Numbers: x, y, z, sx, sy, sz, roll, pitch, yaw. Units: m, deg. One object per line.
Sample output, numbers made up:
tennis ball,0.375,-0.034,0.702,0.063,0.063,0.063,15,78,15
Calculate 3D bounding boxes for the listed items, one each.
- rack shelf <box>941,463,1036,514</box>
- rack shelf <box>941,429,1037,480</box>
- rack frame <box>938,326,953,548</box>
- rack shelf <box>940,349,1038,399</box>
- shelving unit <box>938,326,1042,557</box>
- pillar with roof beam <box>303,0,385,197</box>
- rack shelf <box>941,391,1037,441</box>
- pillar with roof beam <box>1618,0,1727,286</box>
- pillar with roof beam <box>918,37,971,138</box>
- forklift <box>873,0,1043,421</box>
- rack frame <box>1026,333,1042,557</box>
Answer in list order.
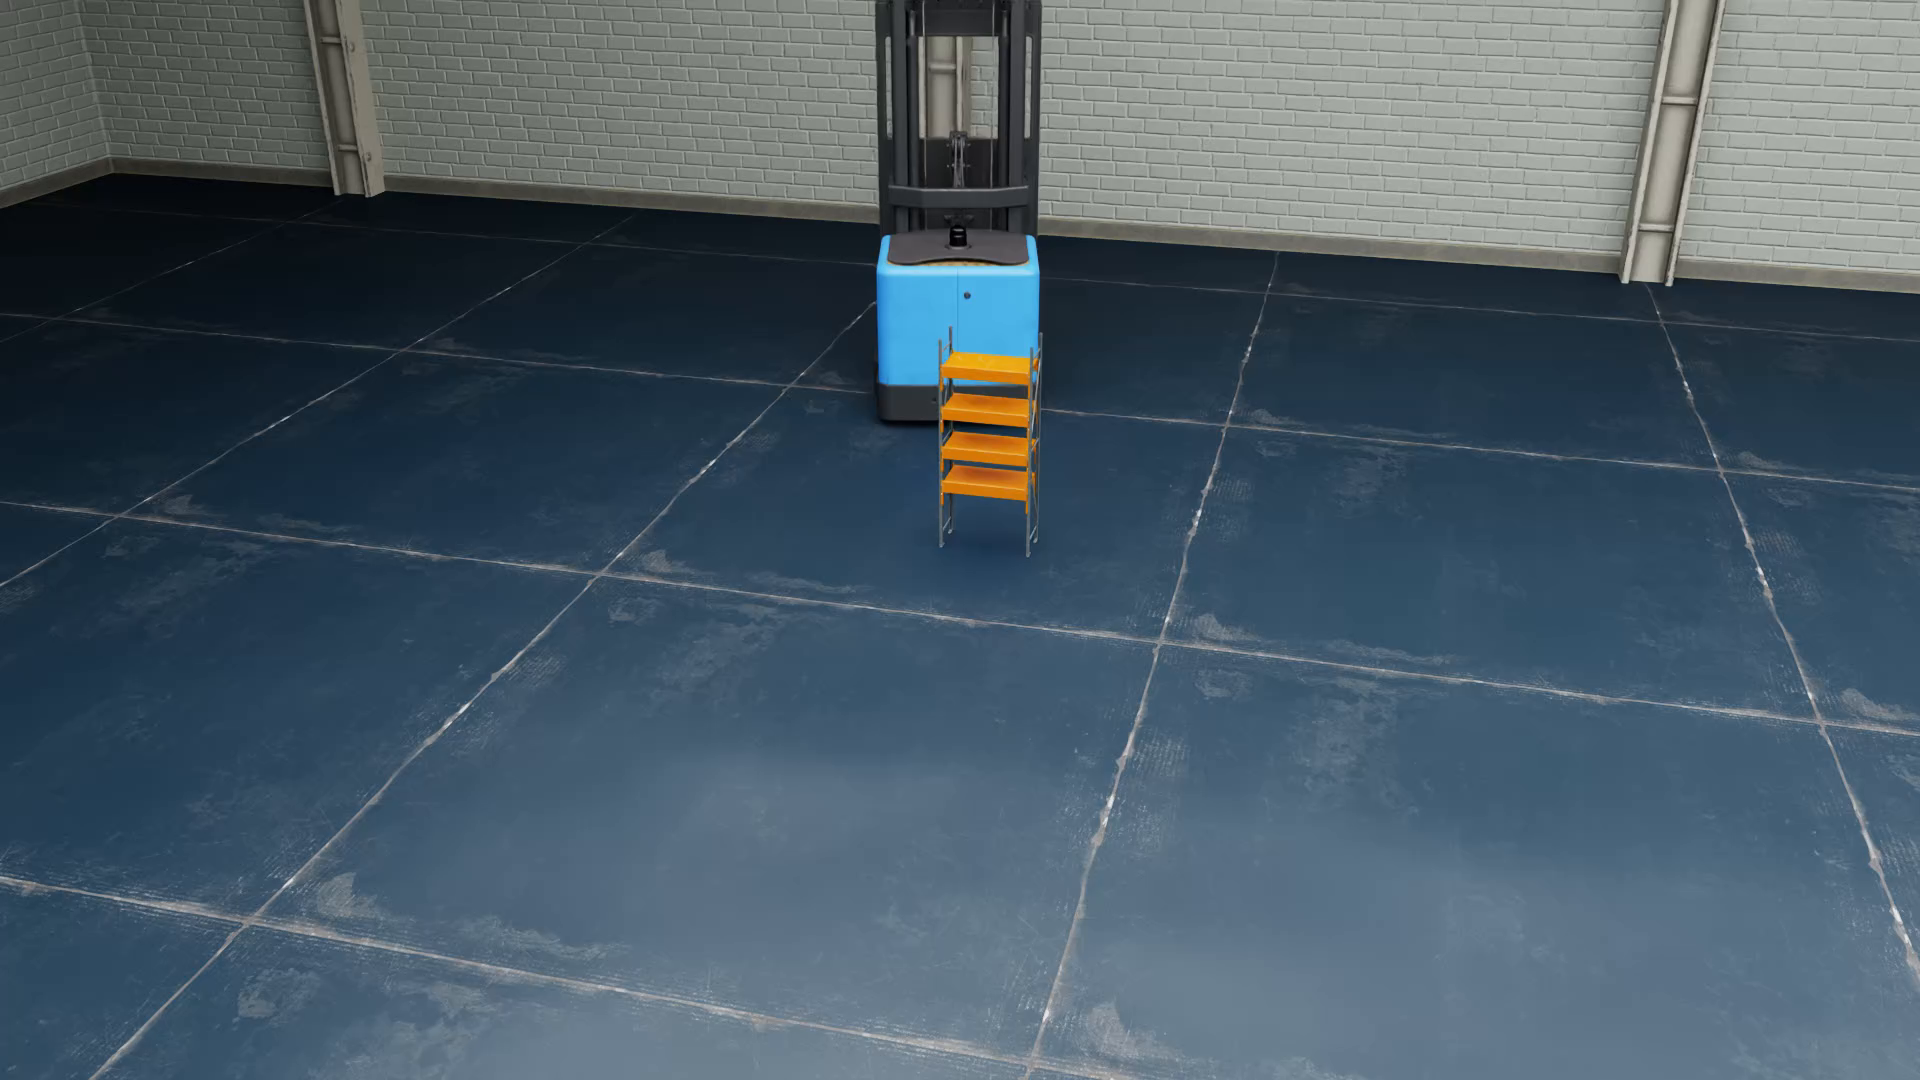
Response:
rack shelf,0.160,-0.284,9.069,0.480,0.148,0.258,6,26,13
rack shelf,0.160,-0.463,8.984,0.480,0.148,0.258,6,26,13
rack frame,-0.076,-0.550,9.010,0.015,1.200,0.240,6,26,13
rack shelf,0.160,-0.879,8.786,0.480,0.148,0.258,6,26,13
shelving unit,0.160,-0.524,8.955,0.503,1.200,0.258,6,26,13
pillar with roof beam,-7.015,-5.718,10.792,0.400,9.000,9.100,6,26,13
rack shelf,0.160,-0.665,8.888,0.480,0.148,0.258,6,26,13
pillar with roof beam,4.607,-4.434,8.094,0.400,9.000,9.100,6,26,13
pillar with roof beam,-1.204,-5.076,9.443,0.400,9.000,9.100,6,26,13
forklift,-0.009,-2.676,11.462,1.130,2.935,3.031,0,25,0
rack frame,0.397,-0.498,8.900,0.015,1.200,0.240,6,26,13
